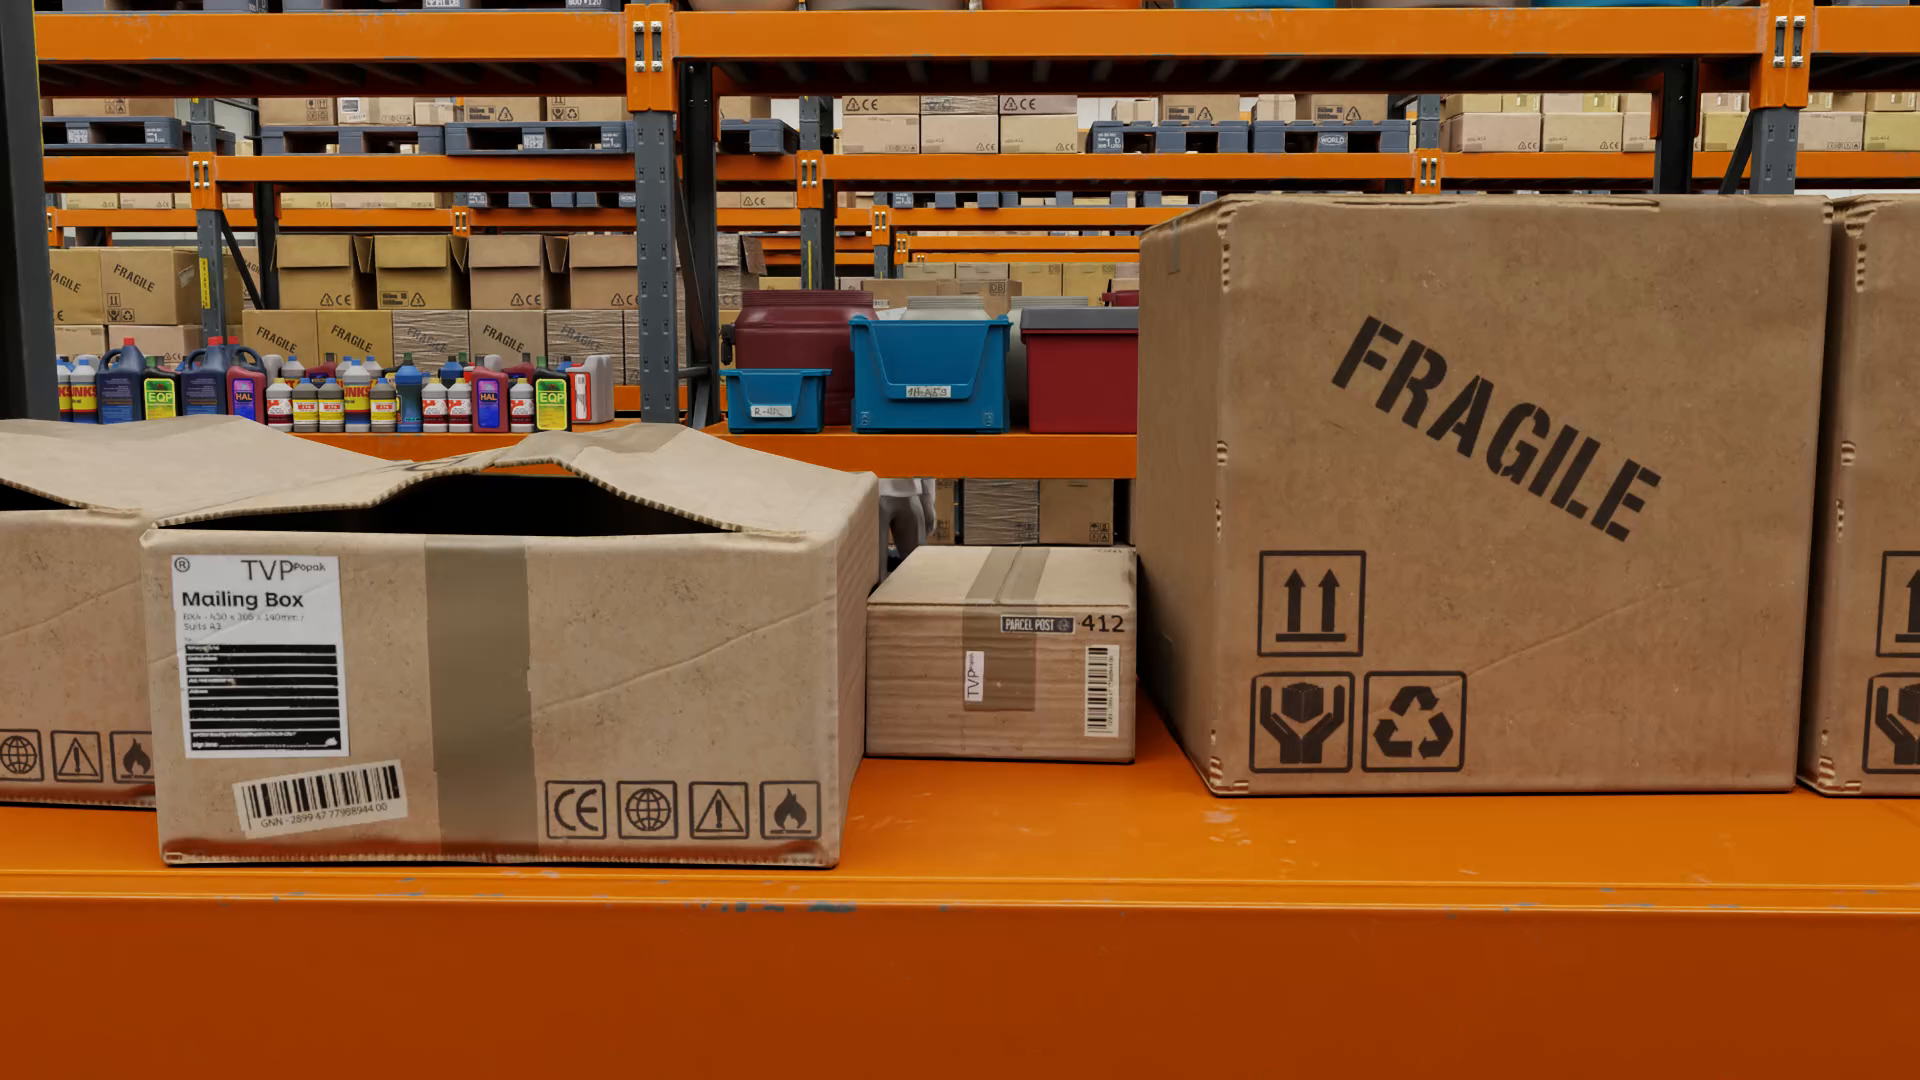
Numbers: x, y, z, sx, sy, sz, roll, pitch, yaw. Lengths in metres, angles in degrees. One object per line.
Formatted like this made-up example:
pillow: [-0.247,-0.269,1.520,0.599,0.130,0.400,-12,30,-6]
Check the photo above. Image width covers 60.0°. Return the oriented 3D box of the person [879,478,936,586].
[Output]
person: [-0.286,-0.135,7.711,0.631,1.664,0.471,-3,8,-25]
